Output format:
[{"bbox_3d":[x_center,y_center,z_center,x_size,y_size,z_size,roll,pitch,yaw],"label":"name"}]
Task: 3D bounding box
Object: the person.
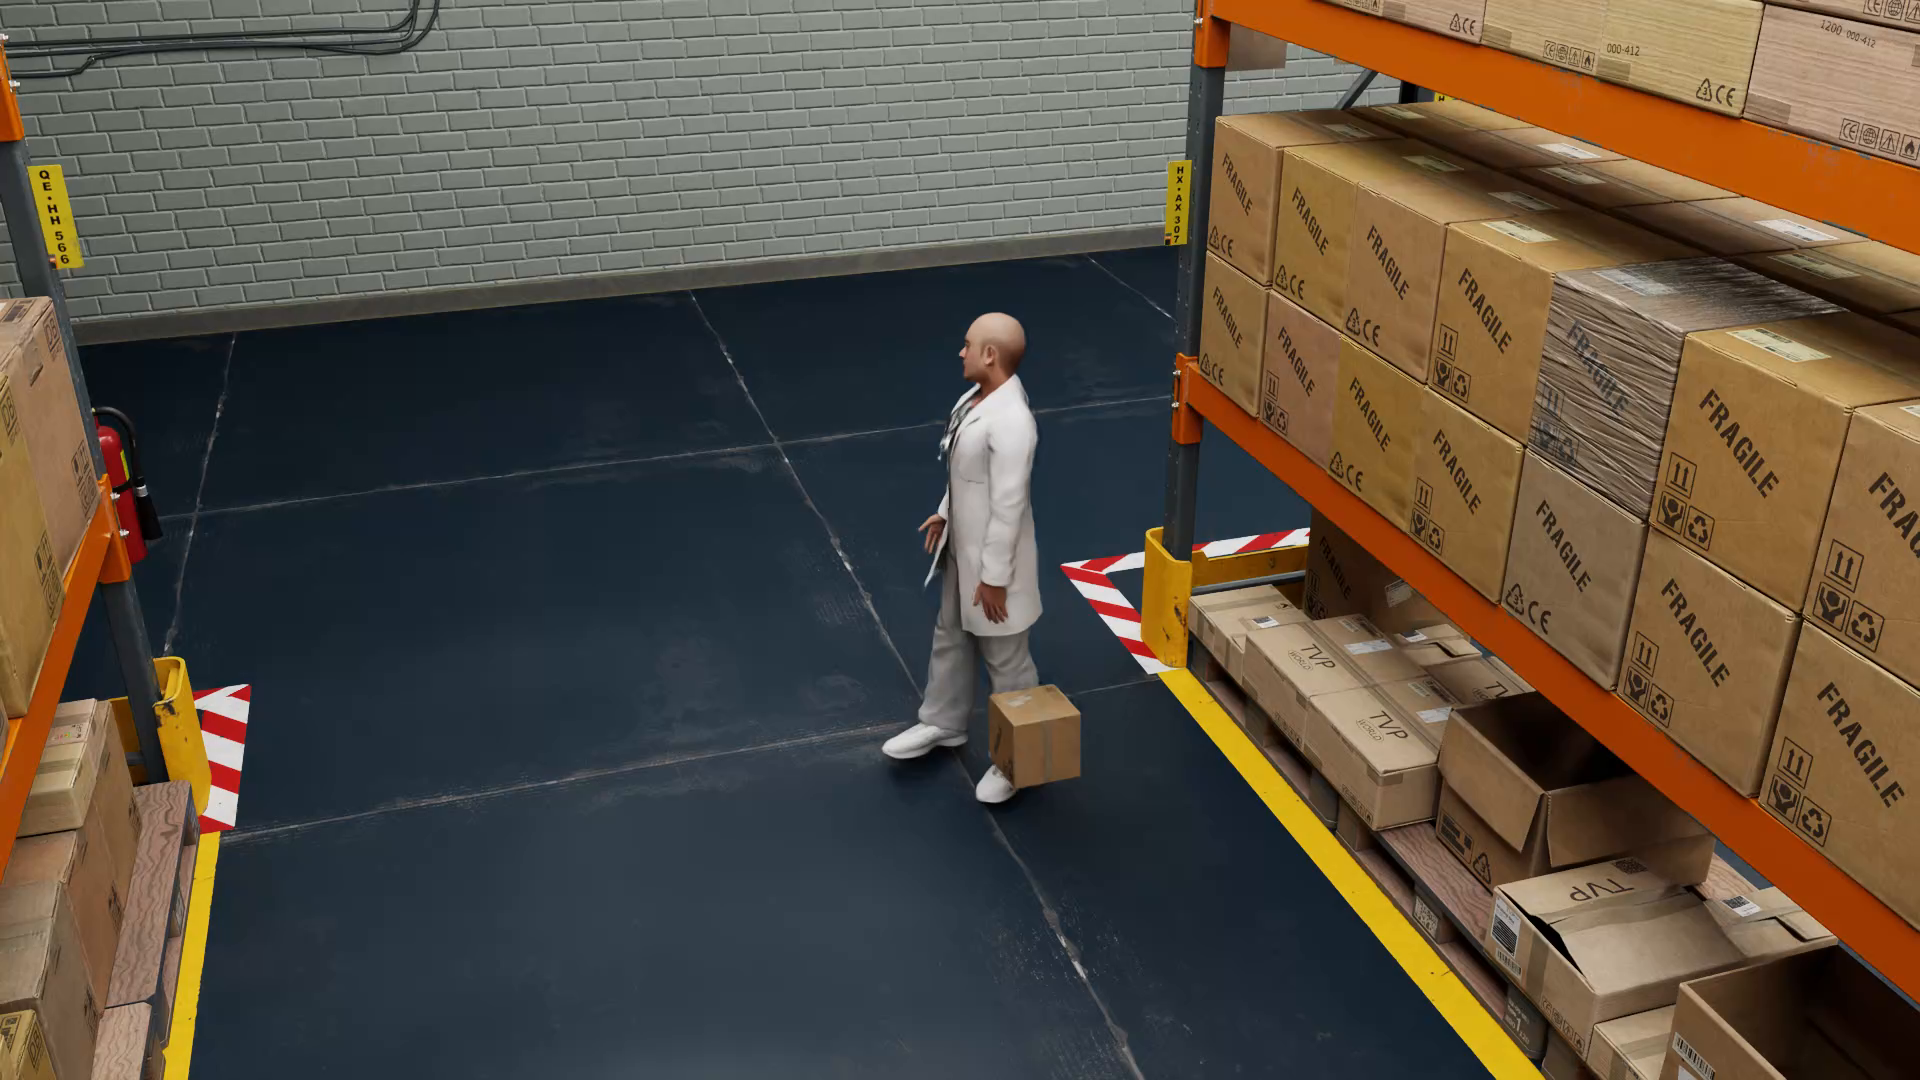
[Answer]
[{"bbox_3d":[0.013,0.062,5.947,0.597,1.783,0.623,-6,27,-13],"label":"person"}]
